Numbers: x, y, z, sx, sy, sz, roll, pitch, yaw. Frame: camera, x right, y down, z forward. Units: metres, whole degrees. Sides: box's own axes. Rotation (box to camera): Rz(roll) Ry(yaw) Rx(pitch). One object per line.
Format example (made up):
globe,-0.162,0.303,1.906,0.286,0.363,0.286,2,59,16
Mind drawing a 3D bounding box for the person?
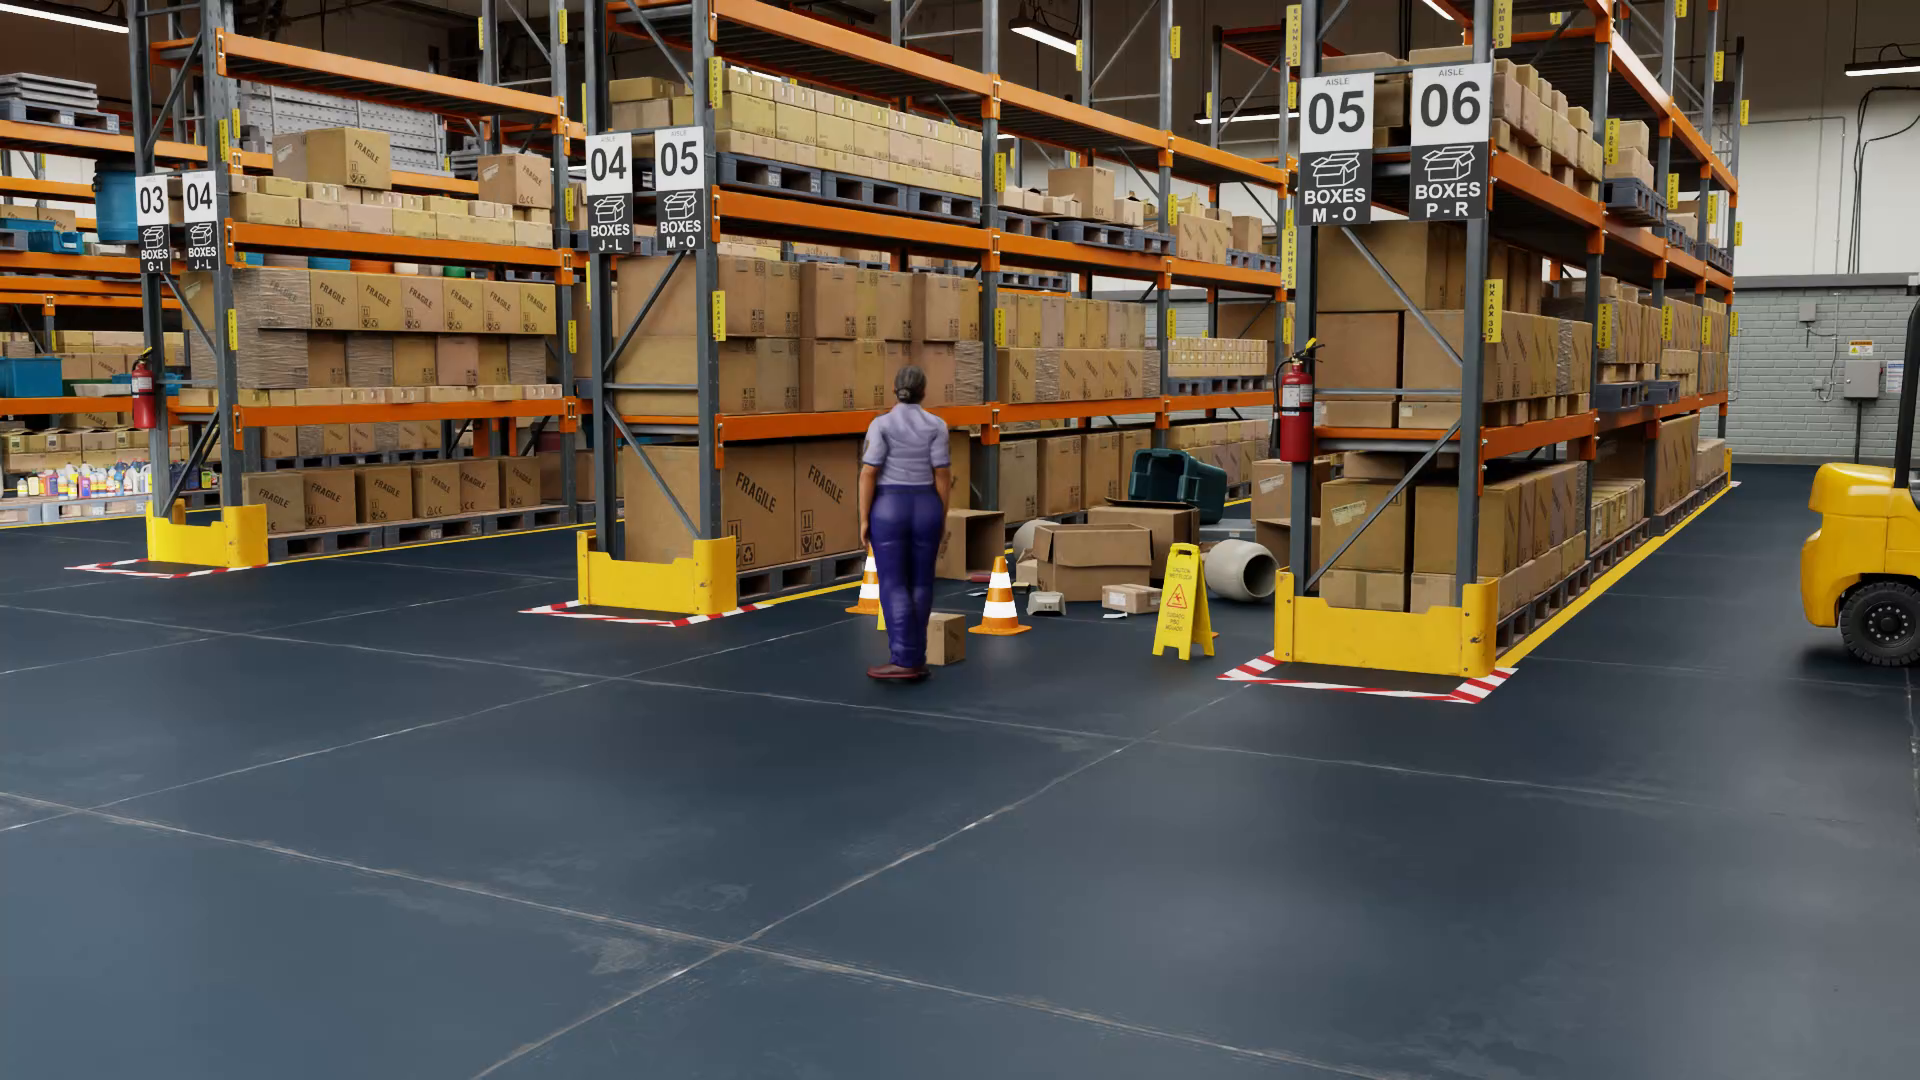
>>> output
person,-0.292,-0.086,8.708,0.490,1.654,0.379,-2,6,-17
